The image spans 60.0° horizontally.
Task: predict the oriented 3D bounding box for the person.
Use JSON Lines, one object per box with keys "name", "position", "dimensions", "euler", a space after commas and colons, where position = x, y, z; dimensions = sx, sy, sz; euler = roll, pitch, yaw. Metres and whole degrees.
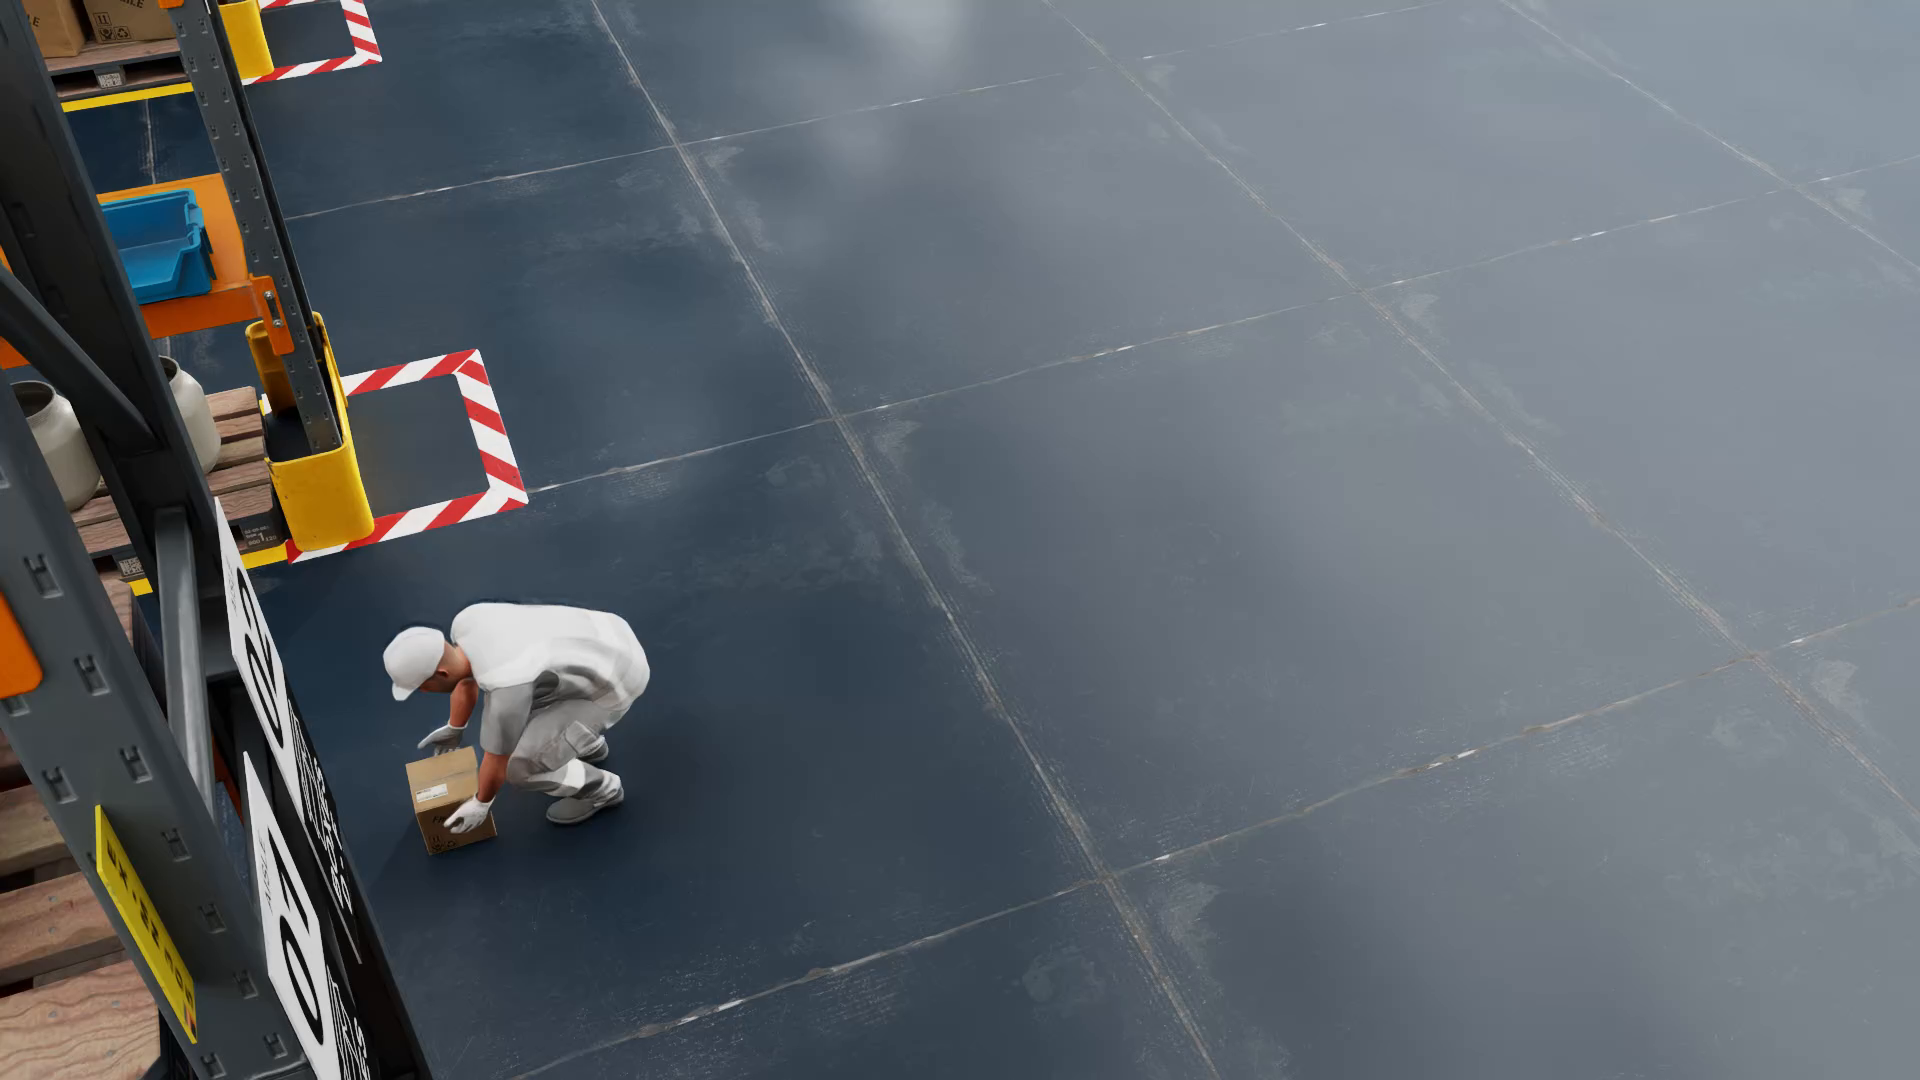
{"name": "person", "position": [-1.551, 0.604, 6.025], "dimensions": [0.872, 1.040, 0.577], "euler": [-15, 44, -17]}
